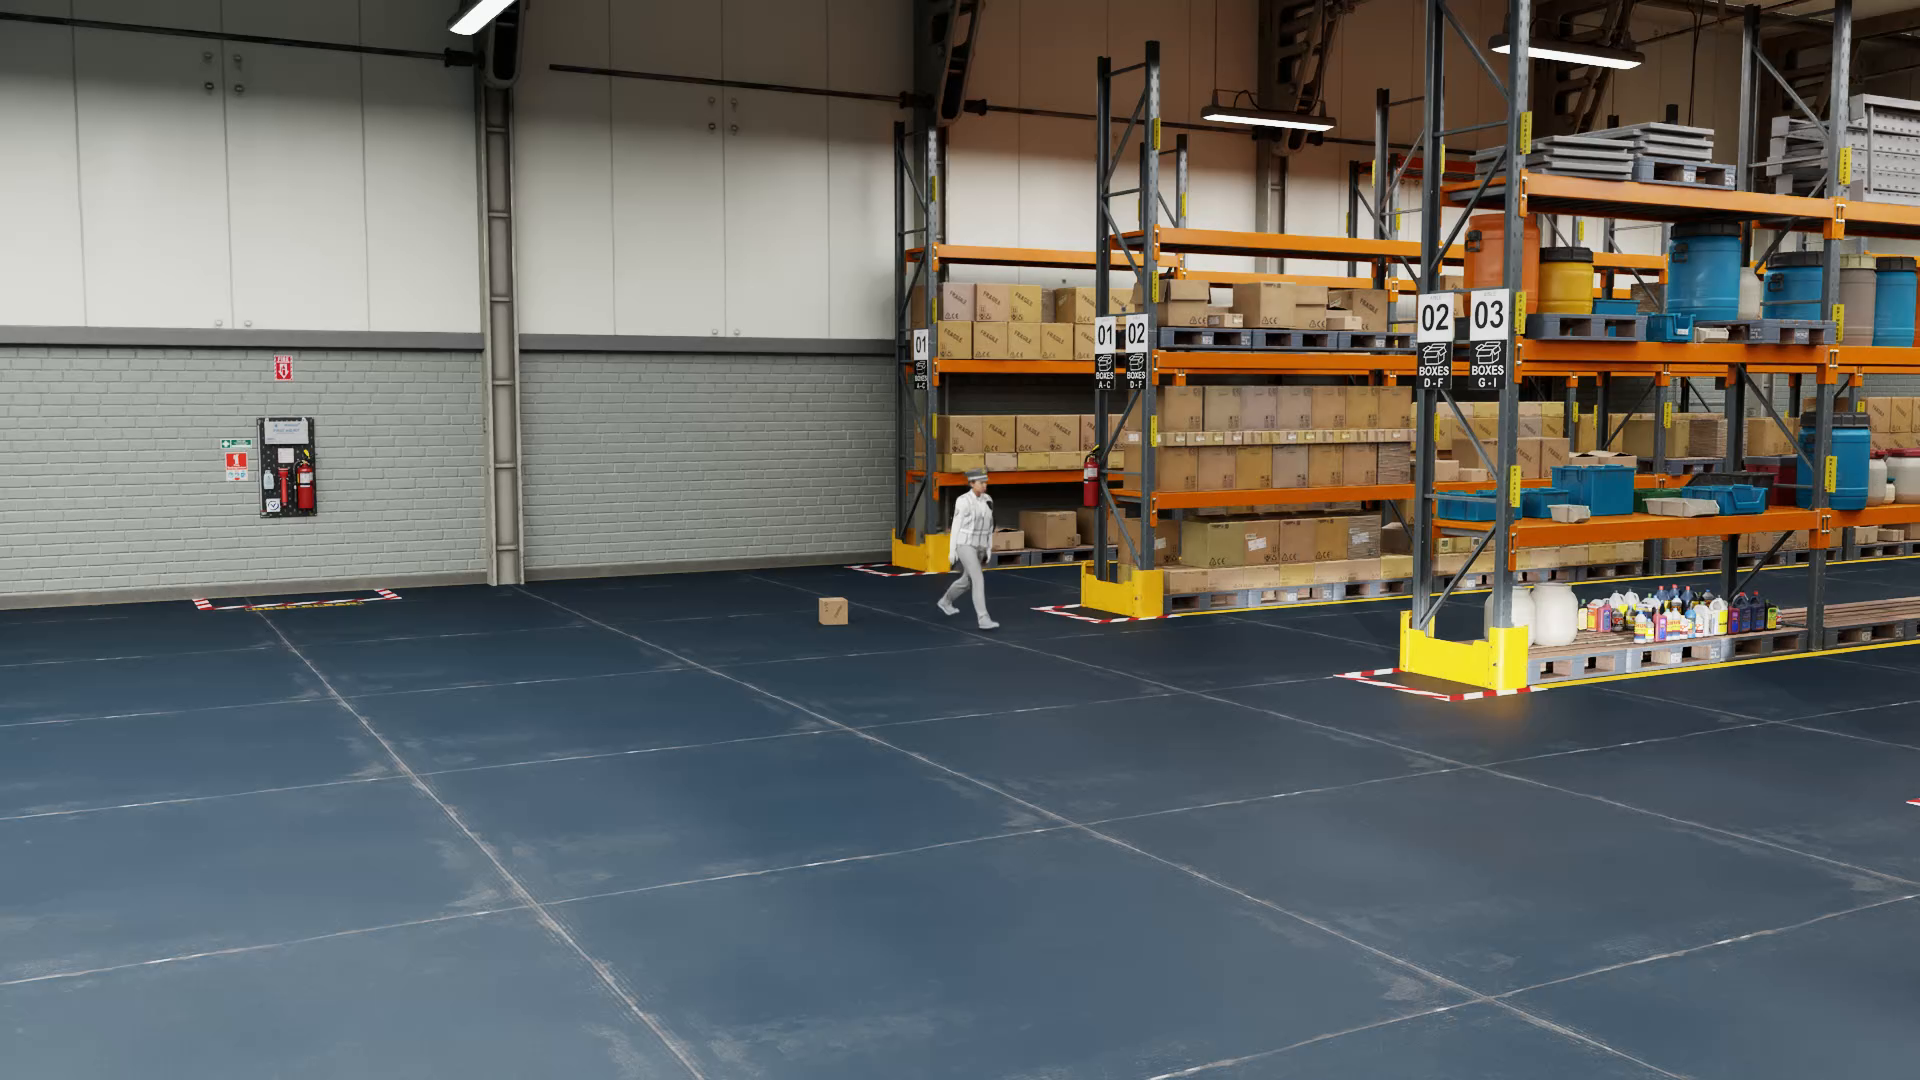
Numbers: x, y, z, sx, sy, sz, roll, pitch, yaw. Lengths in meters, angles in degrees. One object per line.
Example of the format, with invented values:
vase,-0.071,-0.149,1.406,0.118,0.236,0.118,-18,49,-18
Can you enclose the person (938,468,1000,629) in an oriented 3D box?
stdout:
person,0.110,0.062,16.912,0.487,1.611,1.033,-5,7,-43
